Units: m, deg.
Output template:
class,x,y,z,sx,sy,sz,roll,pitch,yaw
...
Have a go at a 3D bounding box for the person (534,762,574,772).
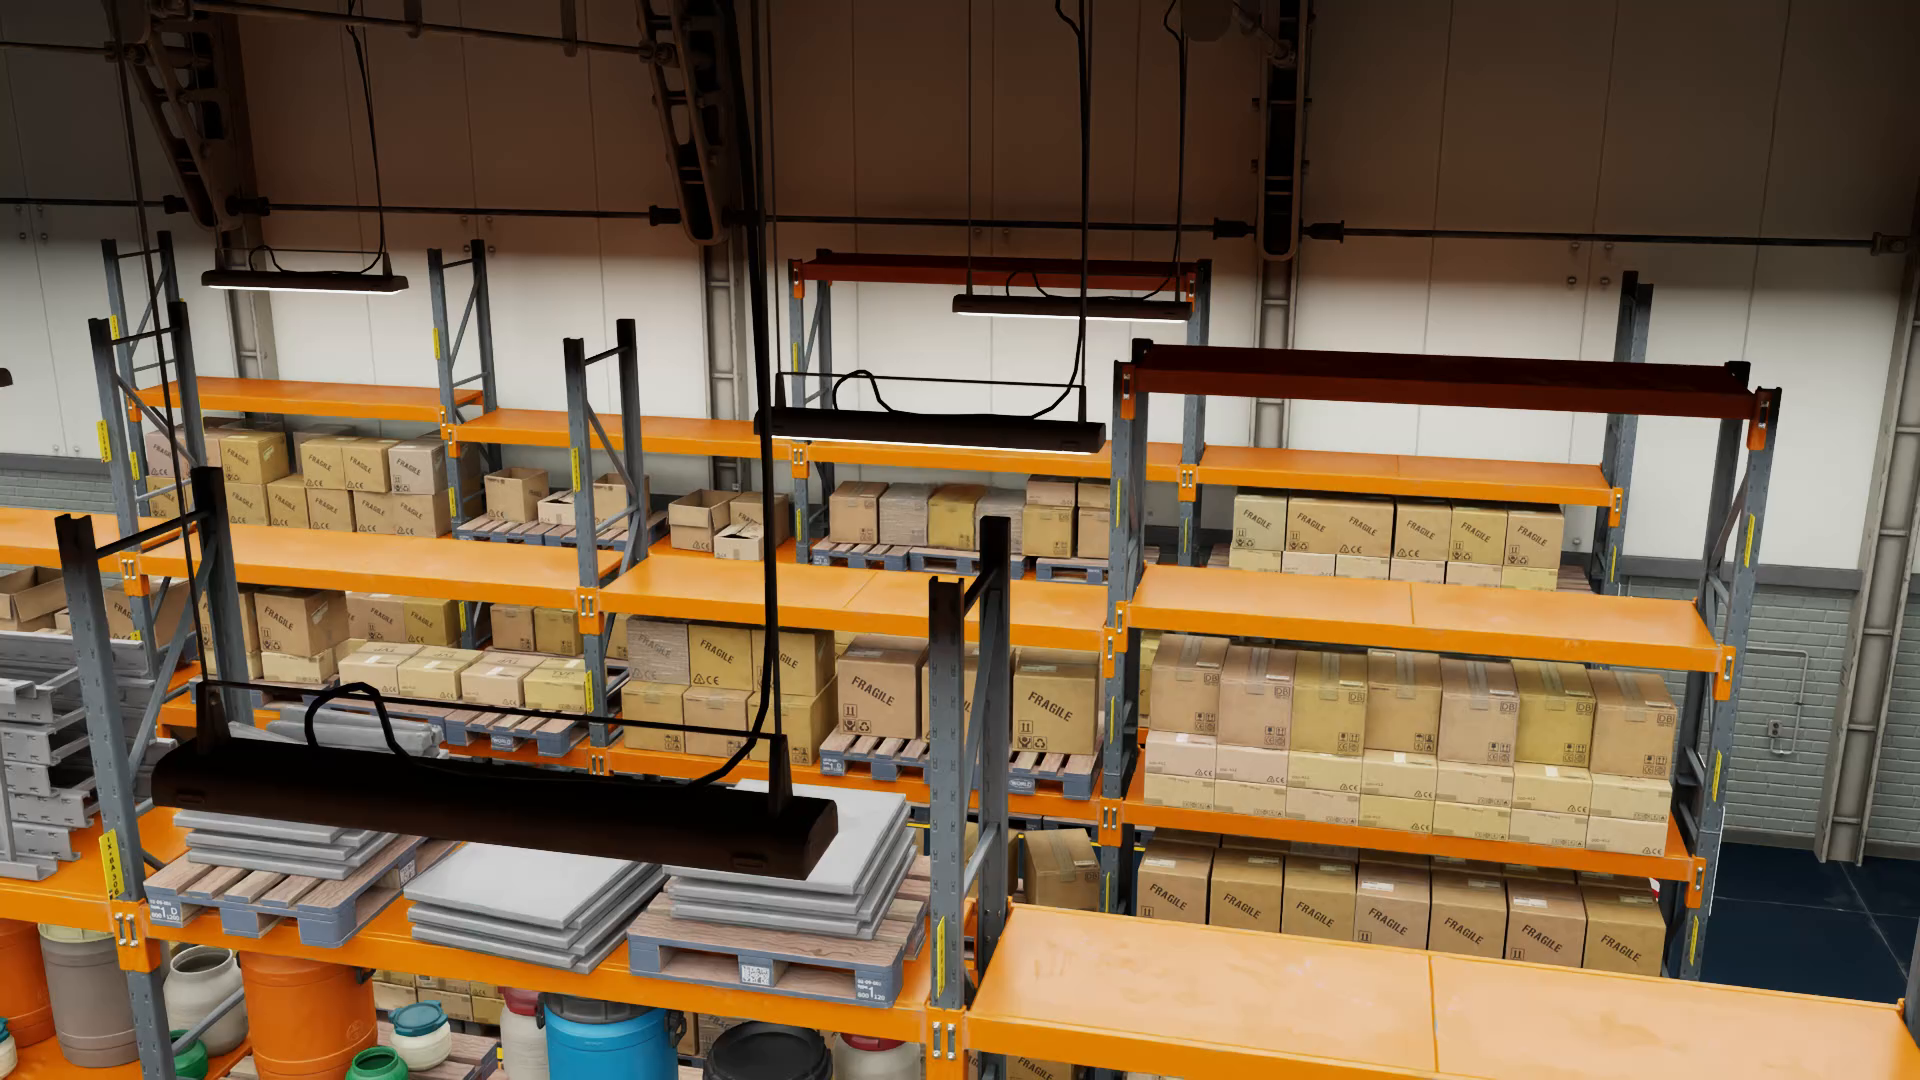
class,x,y,z,sx,sy,sz,roll,pitch,yaw
person,-4.241,2.223,17.606,0.455,1.755,0.607,9,19,28
